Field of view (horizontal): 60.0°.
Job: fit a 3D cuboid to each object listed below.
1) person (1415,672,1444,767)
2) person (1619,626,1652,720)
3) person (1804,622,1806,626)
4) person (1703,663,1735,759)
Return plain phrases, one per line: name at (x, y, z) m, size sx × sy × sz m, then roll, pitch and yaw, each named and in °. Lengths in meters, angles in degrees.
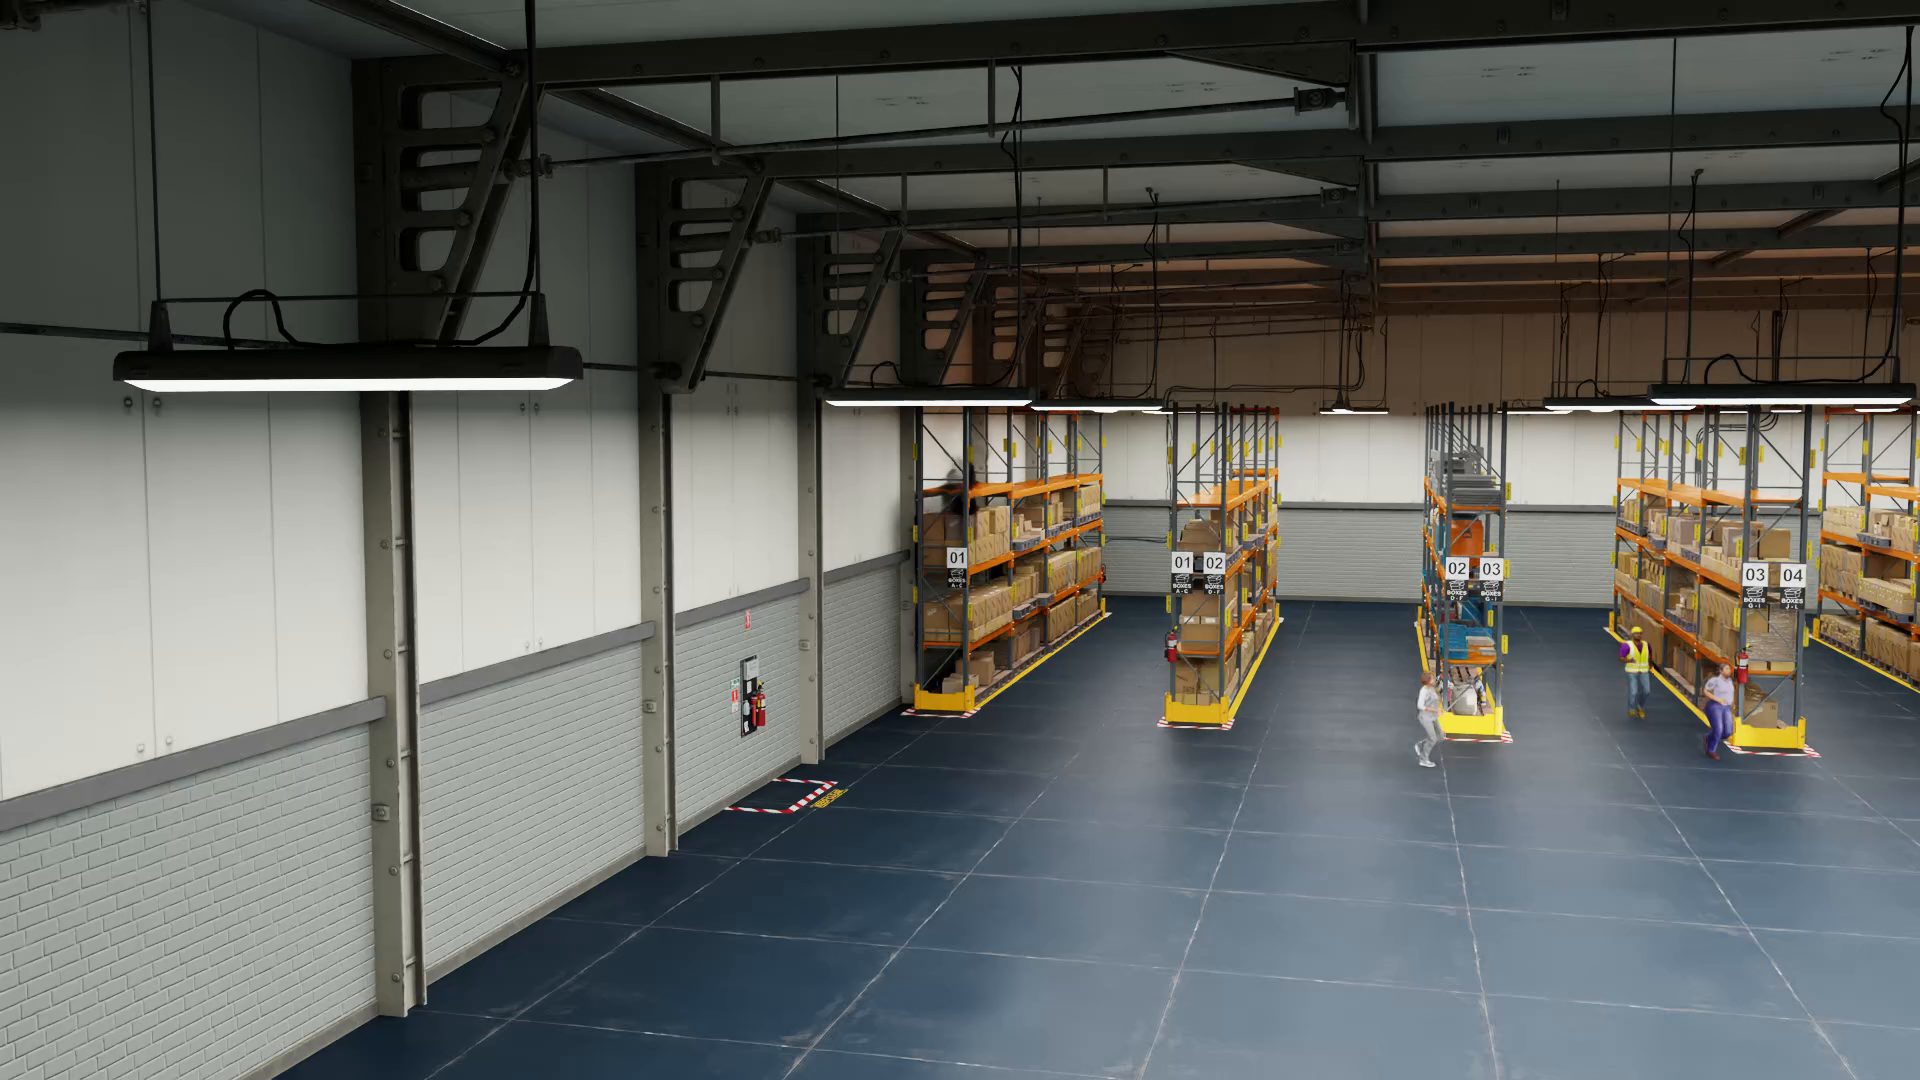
person at (7.686, 2.935, 27.204) m, size 0.552 × 1.553 × 0.530 m, roll 3°, pitch 5°, yaw 39°
person at (12.842, 2.525, 31.486) m, size 0.677 × 1.772 × 0.649 m, roll 0°, pitch 4°, yaw 5°
person at (22.117, 1.656, 43.985) m, size 0.820 × 1.672 × 0.584 m, roll -1°, pitch 4°, yaw -14°
person at (12.824, 2.867, 28.067) m, size 0.633 × 1.593 × 0.598 m, roll -1°, pitch 4°, yaw -19°
